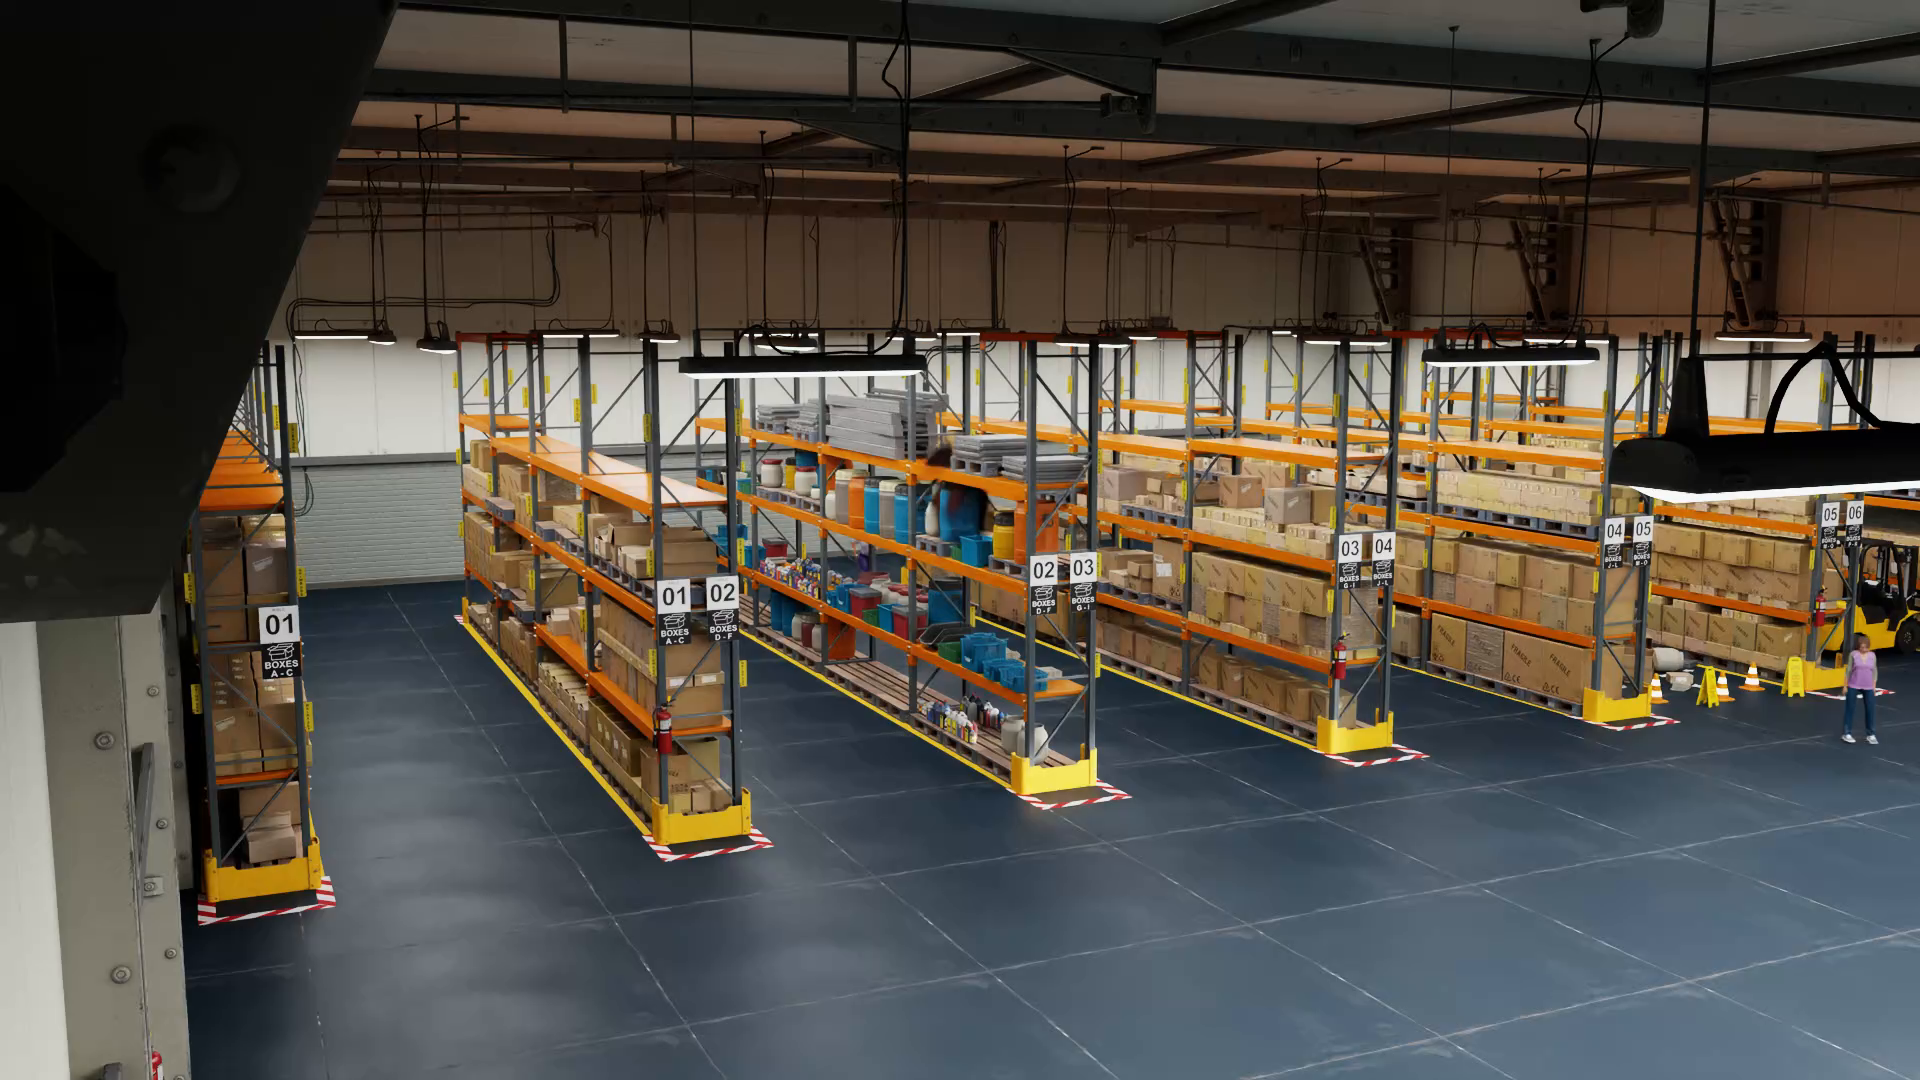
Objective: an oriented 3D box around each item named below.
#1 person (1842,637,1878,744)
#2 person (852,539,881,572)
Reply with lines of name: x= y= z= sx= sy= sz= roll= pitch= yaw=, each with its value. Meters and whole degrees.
person: x=13.406 y=2.218 z=24.716 sx=0.503 sy=1.597 sz=0.353 roll=2 pitch=8 yaw=18
person: x=-2.055 y=0.445 z=37.530 sx=0.621 sy=1.603 sz=1.007 roll=-3 pitch=8 yaw=-23
